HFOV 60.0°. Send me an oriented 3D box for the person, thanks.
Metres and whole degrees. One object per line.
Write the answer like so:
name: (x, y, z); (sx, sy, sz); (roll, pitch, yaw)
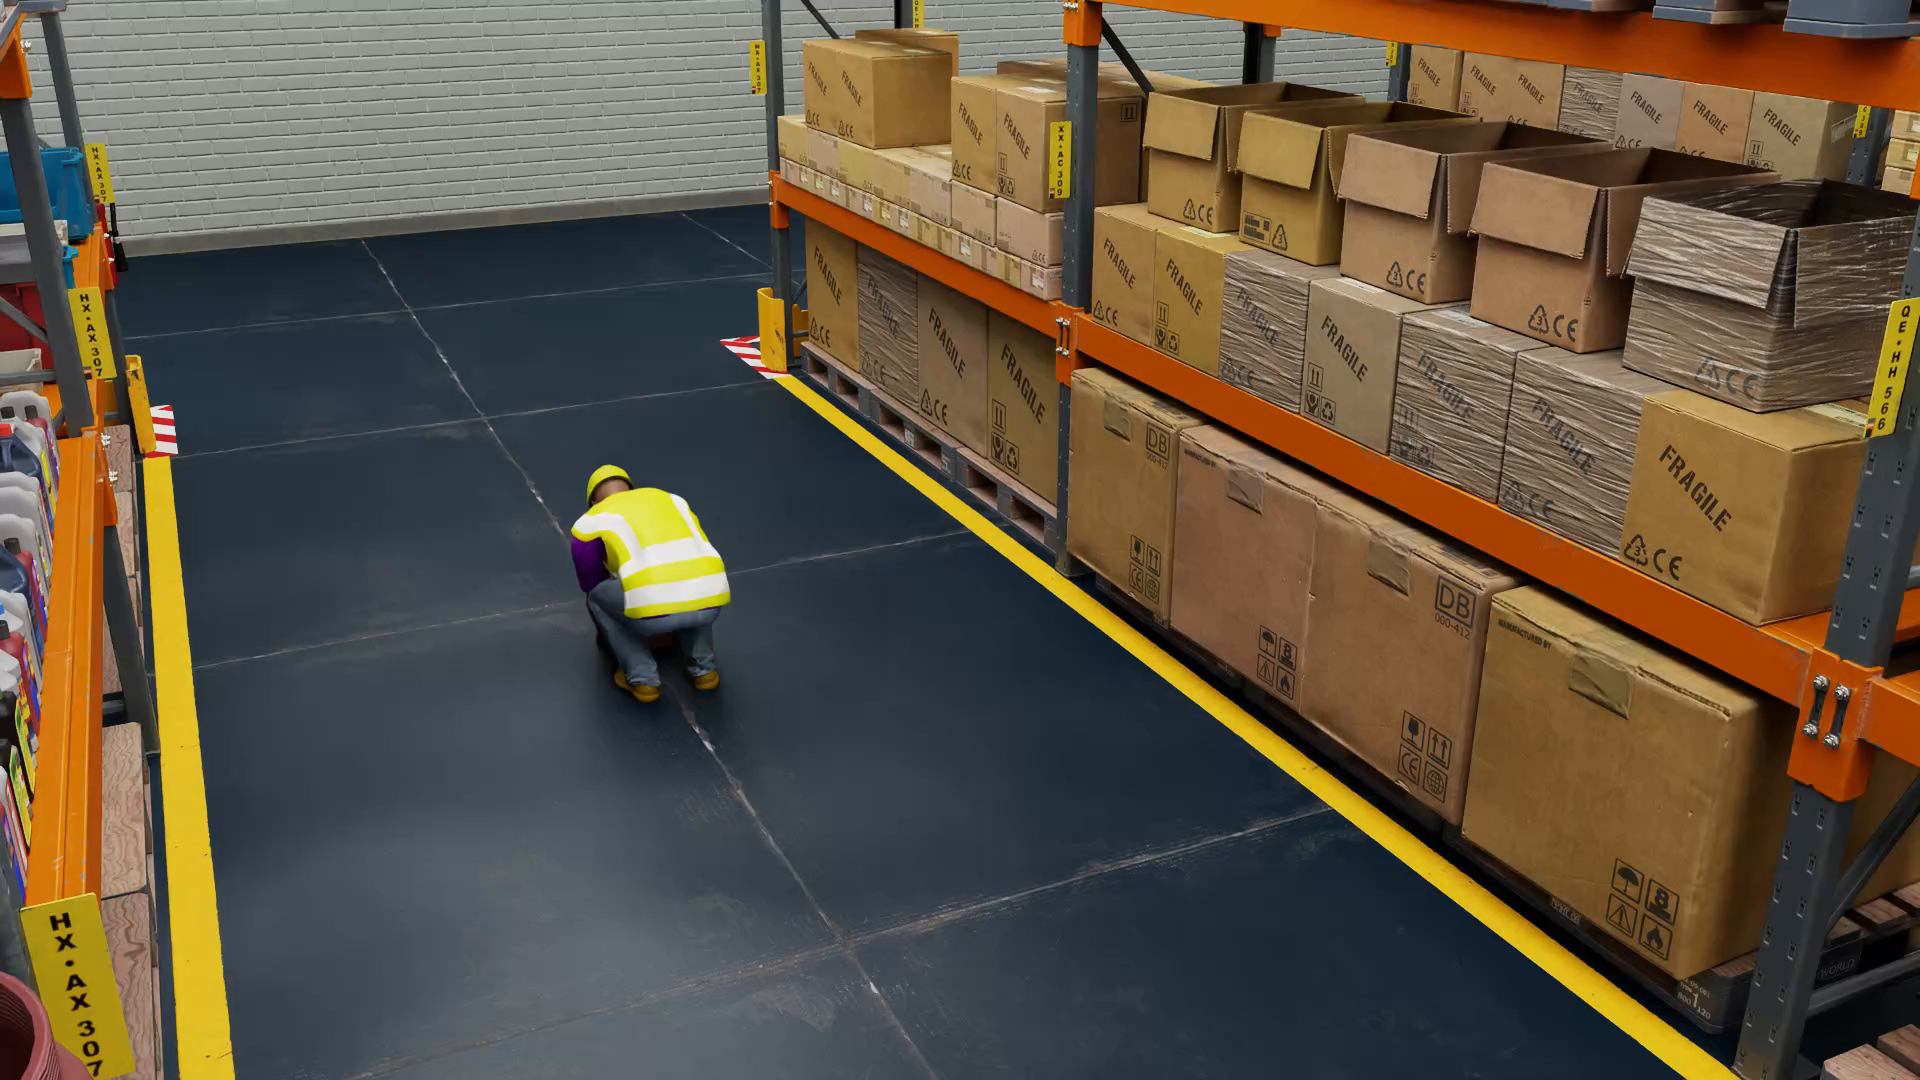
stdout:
person: (-1.310, 0.205, 6.930); (0.537, 0.861, 0.943); (-11, 24, -25)
